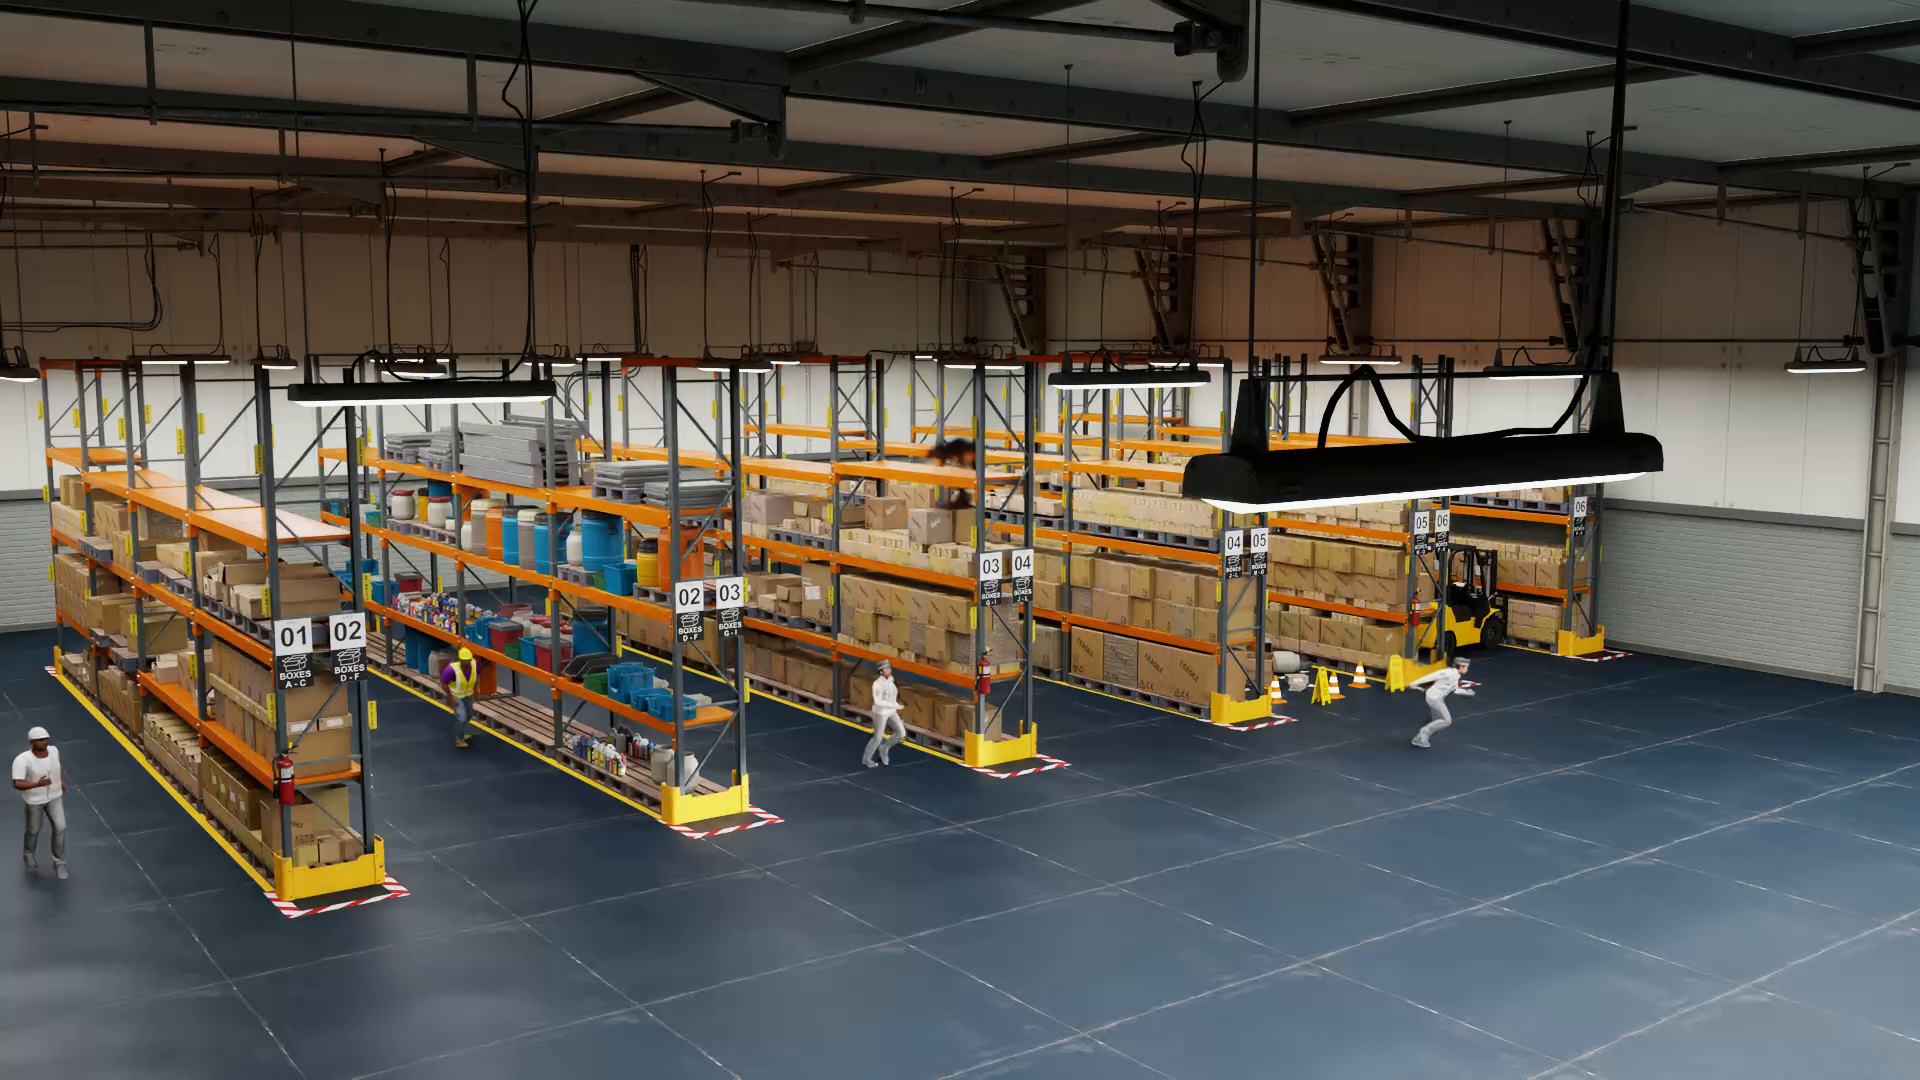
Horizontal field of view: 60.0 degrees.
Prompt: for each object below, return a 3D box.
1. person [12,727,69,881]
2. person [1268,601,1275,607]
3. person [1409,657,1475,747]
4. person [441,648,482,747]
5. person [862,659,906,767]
[{"bbox_3d":[-10.855,3.096,19.649,0.872,1.823,0.657,6,9,40],"label":"person"},{"bbox_3d":[6.949,1.177,35.817,0.625,1.726,1.012,-6,9,-41],"label":"person"},{"bbox_3d":[7.493,2.518,25.818,0.942,1.428,0.625,3,8,26],"label":"person"},{"bbox_3d":[-7.773,2.429,25.909,0.925,1.618,0.715,5,9,38],"label":"person"},{"bbox_3d":[-1.087,2.551,24.559,0.777,1.650,0.631,5,9,38],"label":"person"}]
